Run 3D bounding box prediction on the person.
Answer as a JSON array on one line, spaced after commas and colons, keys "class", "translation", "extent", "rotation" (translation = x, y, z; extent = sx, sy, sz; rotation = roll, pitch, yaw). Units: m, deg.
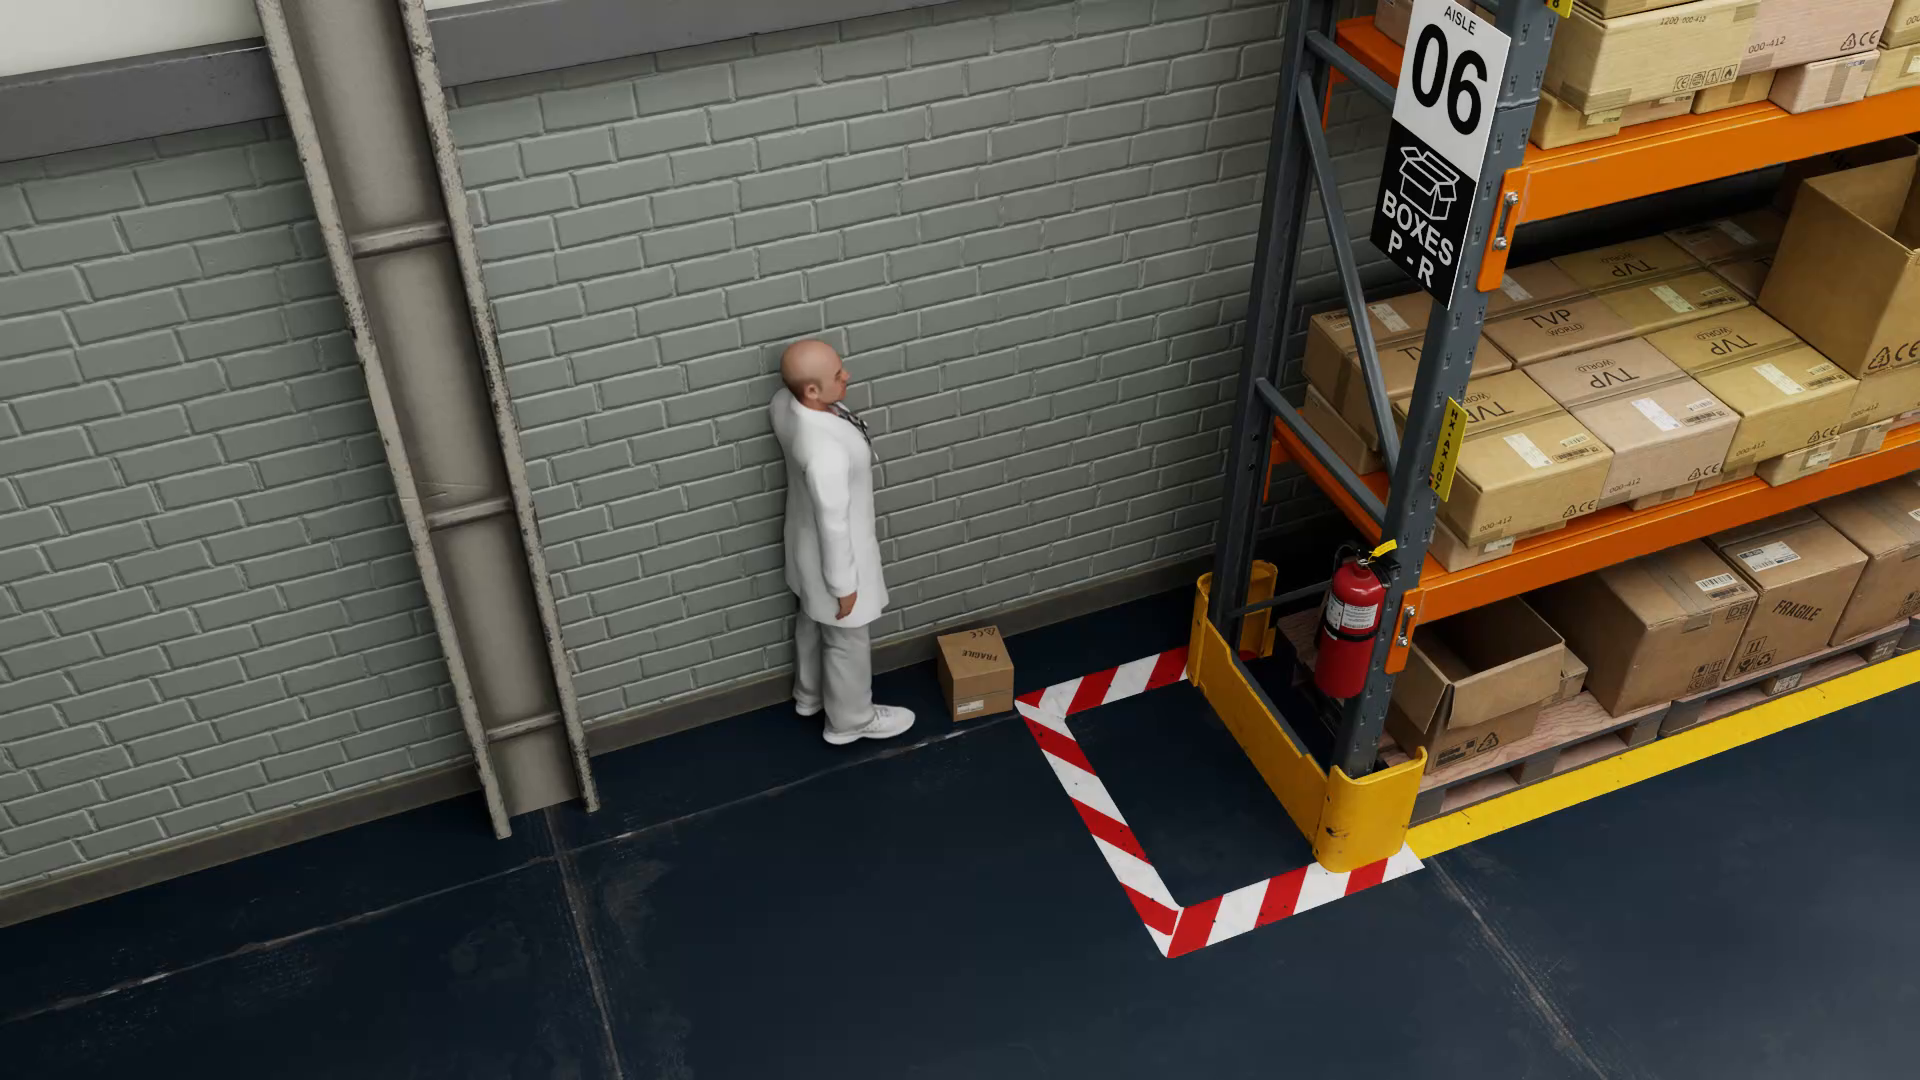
[{"class": "person", "translation": [-0.446, 0.002, 6.134], "extent": [0.433, 1.786, 0.625], "rotation": [-15, 43, -17]}]
